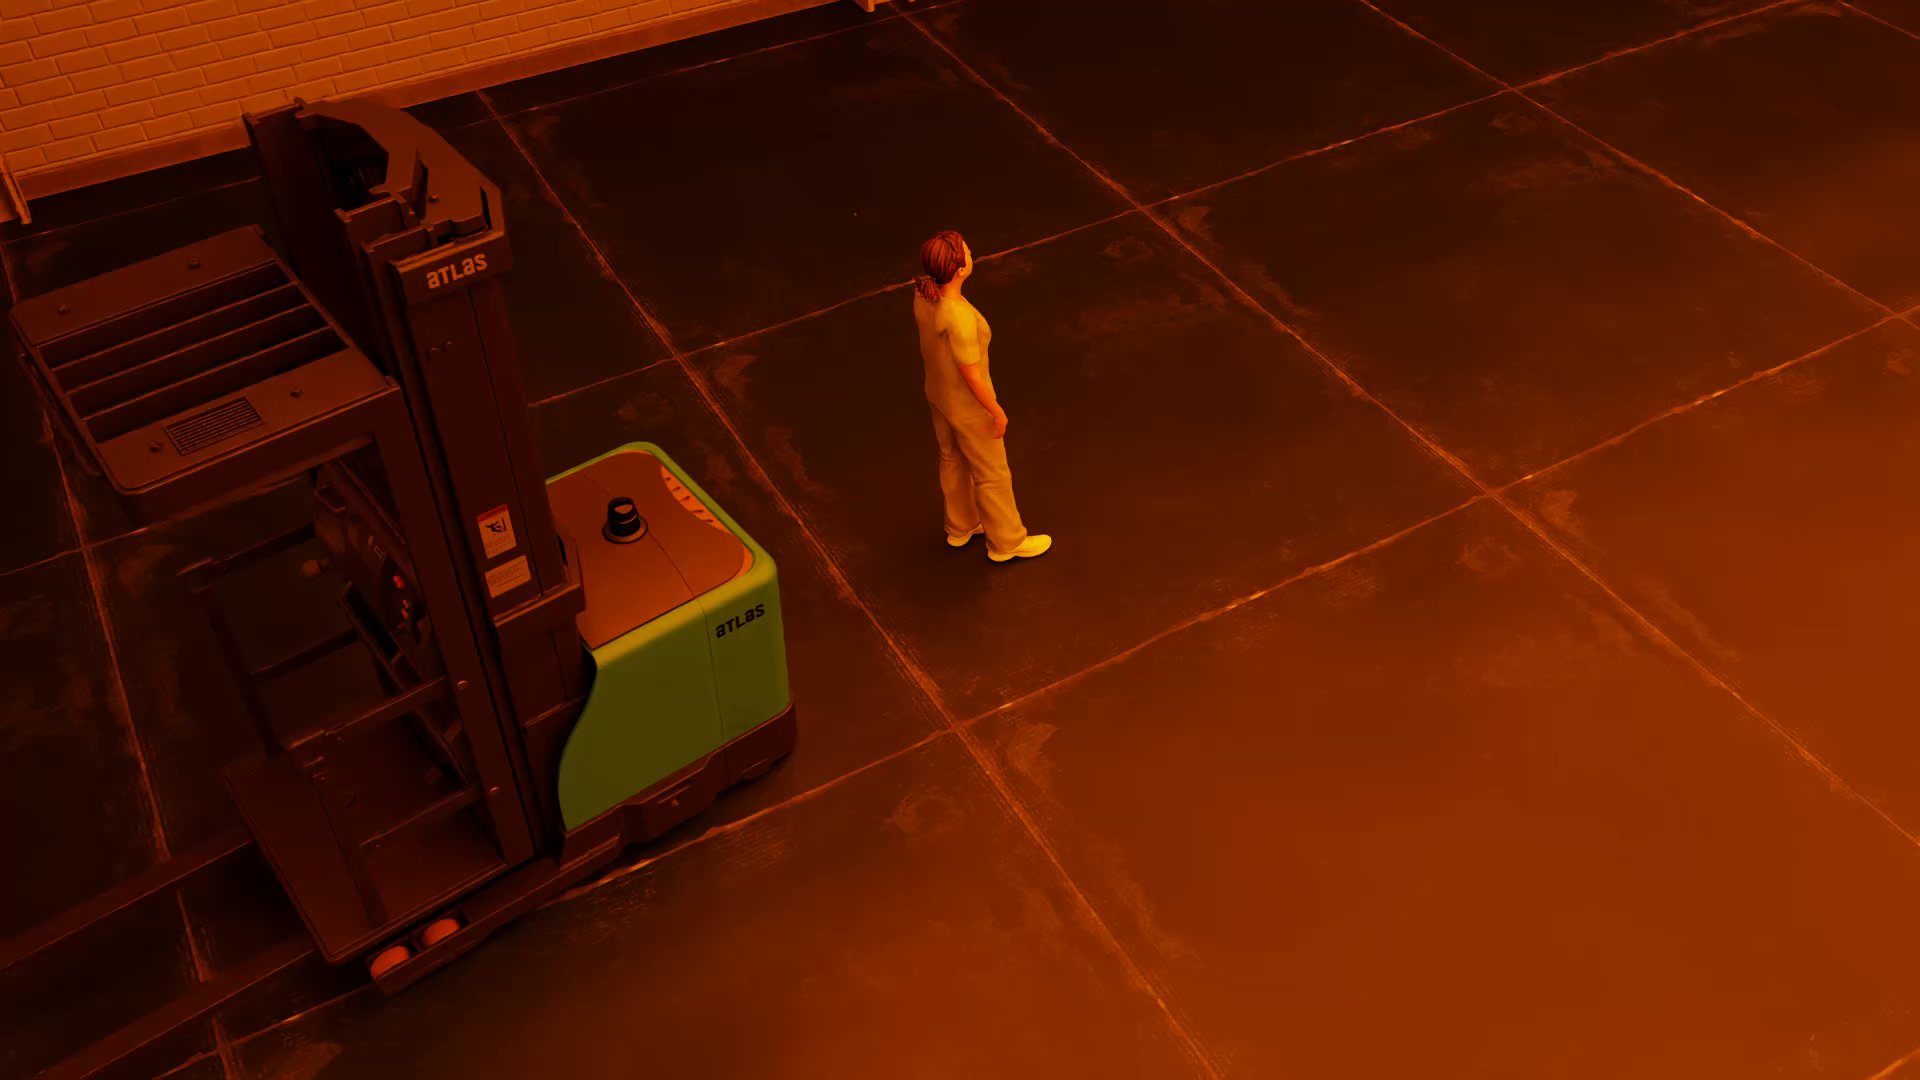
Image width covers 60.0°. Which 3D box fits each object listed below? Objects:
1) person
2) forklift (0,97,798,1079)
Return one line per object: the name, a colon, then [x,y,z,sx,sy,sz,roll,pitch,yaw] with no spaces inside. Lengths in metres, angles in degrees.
person: [0.070,-0.637,7.297,0.549,1.675,0.550,-21,47,-21]
forklift: [-2.142,0.163,5.522,3.031,2.935,1.130,-28,50,-27]
